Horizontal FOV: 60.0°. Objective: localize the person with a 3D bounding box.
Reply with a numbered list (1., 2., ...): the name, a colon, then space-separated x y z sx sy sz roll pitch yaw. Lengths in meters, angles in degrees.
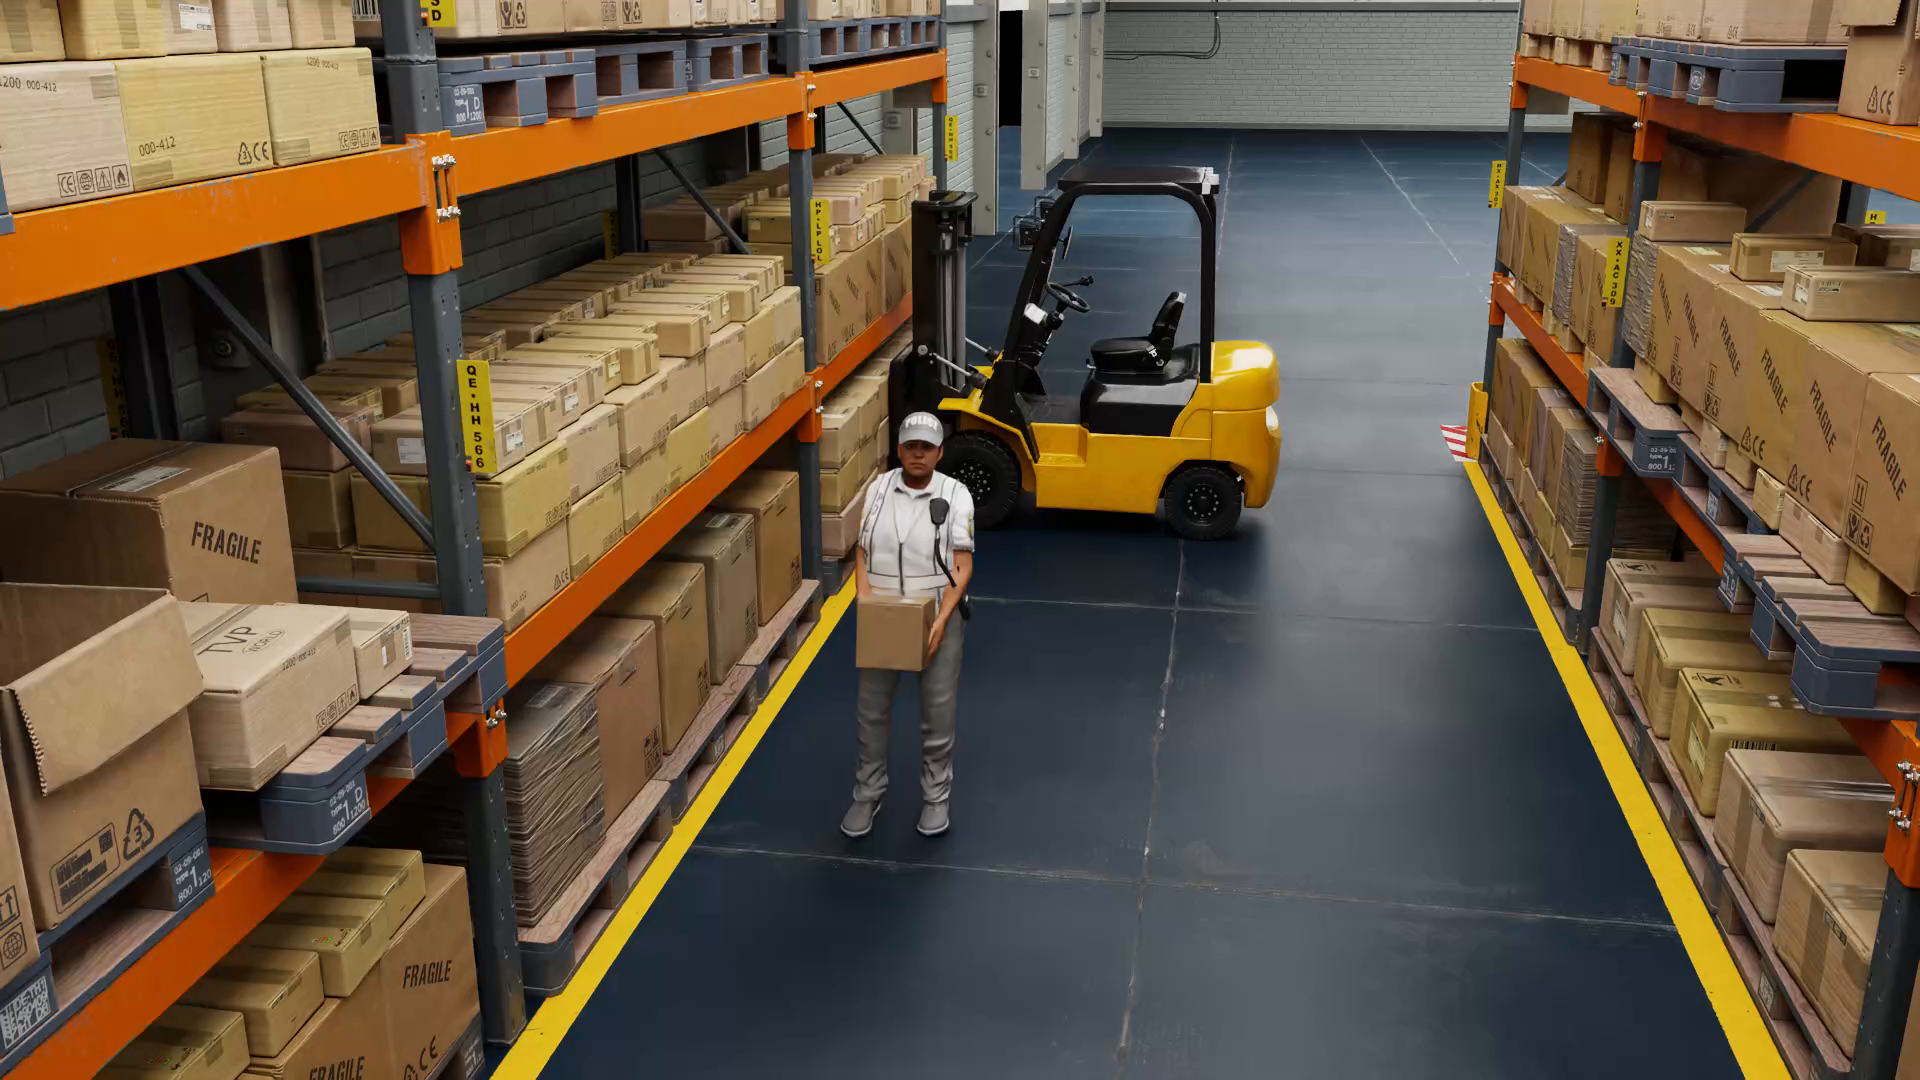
1. person: -0.205 0.340 6.494 0.509 1.670 0.497 3 18 10
